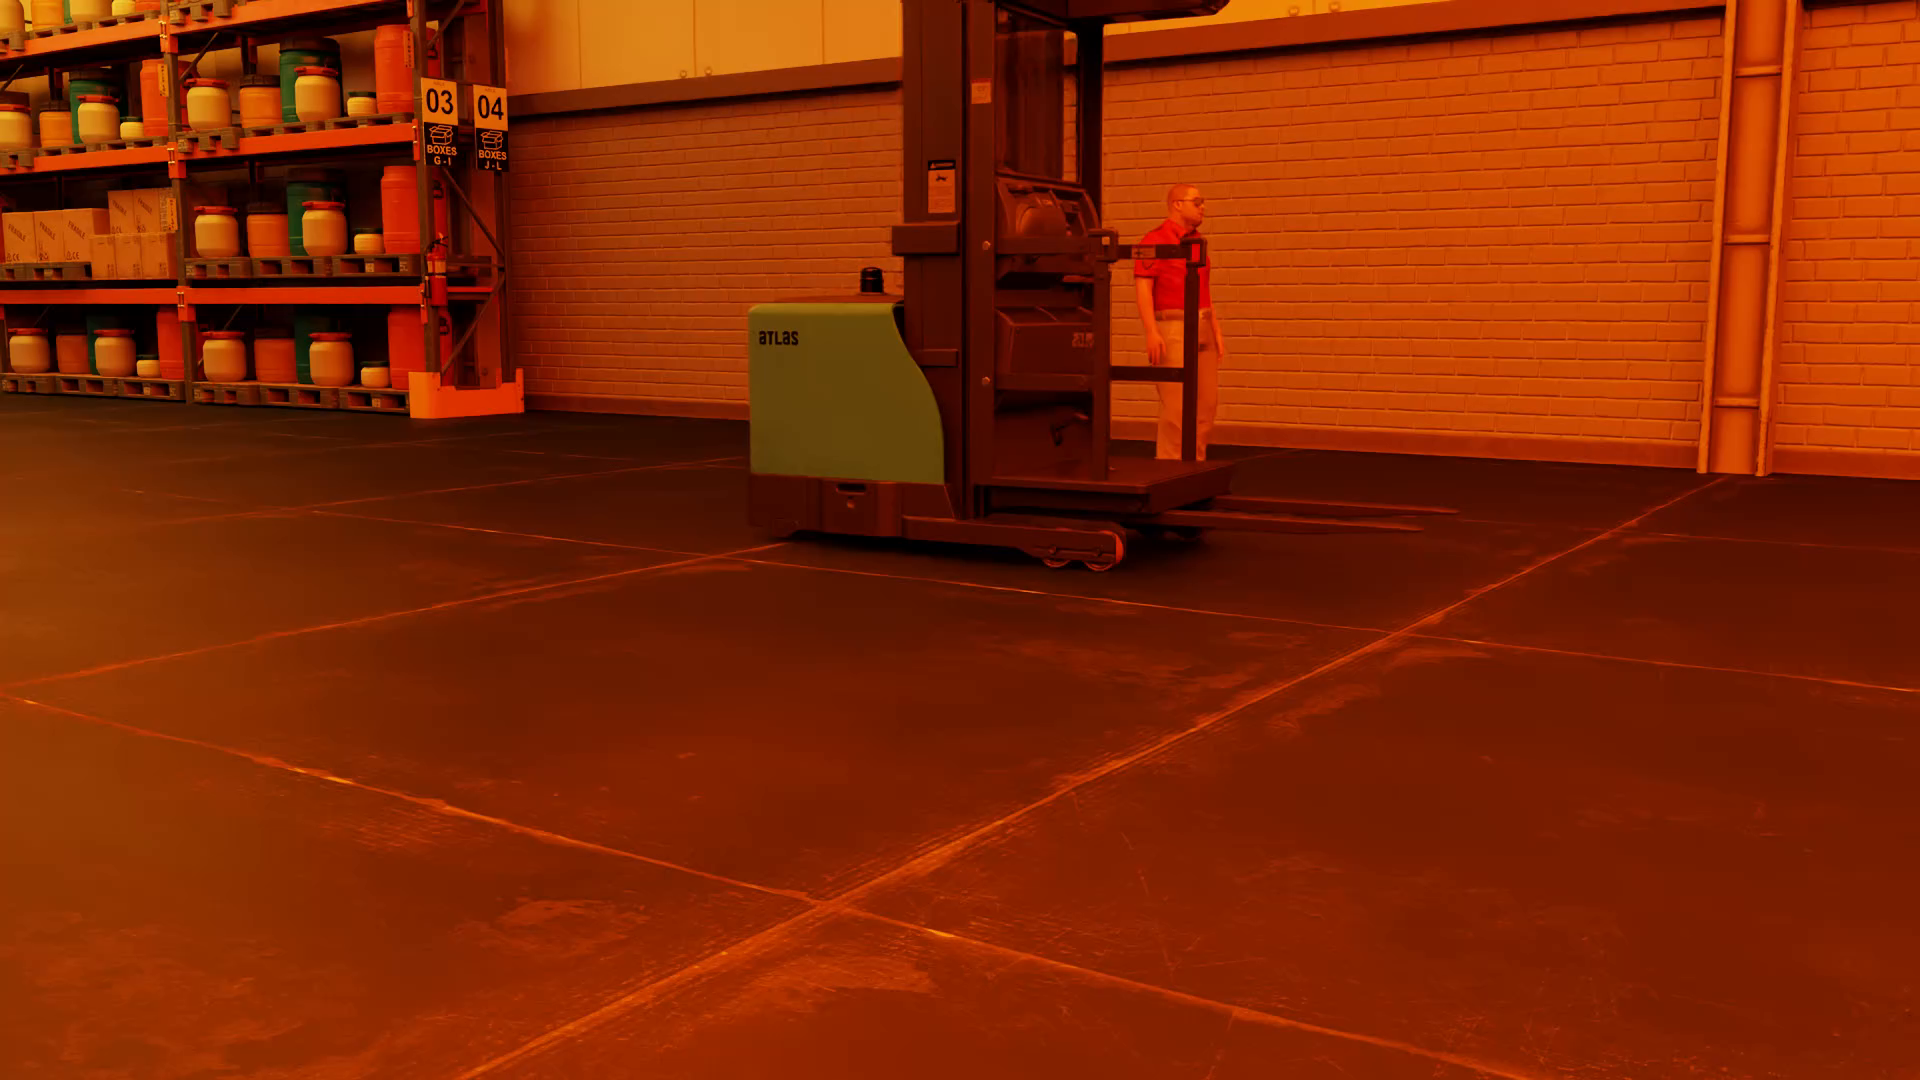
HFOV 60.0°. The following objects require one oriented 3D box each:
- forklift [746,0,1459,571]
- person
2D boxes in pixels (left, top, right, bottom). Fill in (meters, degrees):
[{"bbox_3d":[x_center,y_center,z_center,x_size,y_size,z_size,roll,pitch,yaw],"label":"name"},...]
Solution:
[{"bbox_3d":[0.570,-1.410,7.109,3.031,2.935,1.130,4,9,28],"label":"forklift"},{"bbox_3d":[1.302,-1.118,9.316,0.480,1.730,0.656,7,11,41],"label":"person"}]
